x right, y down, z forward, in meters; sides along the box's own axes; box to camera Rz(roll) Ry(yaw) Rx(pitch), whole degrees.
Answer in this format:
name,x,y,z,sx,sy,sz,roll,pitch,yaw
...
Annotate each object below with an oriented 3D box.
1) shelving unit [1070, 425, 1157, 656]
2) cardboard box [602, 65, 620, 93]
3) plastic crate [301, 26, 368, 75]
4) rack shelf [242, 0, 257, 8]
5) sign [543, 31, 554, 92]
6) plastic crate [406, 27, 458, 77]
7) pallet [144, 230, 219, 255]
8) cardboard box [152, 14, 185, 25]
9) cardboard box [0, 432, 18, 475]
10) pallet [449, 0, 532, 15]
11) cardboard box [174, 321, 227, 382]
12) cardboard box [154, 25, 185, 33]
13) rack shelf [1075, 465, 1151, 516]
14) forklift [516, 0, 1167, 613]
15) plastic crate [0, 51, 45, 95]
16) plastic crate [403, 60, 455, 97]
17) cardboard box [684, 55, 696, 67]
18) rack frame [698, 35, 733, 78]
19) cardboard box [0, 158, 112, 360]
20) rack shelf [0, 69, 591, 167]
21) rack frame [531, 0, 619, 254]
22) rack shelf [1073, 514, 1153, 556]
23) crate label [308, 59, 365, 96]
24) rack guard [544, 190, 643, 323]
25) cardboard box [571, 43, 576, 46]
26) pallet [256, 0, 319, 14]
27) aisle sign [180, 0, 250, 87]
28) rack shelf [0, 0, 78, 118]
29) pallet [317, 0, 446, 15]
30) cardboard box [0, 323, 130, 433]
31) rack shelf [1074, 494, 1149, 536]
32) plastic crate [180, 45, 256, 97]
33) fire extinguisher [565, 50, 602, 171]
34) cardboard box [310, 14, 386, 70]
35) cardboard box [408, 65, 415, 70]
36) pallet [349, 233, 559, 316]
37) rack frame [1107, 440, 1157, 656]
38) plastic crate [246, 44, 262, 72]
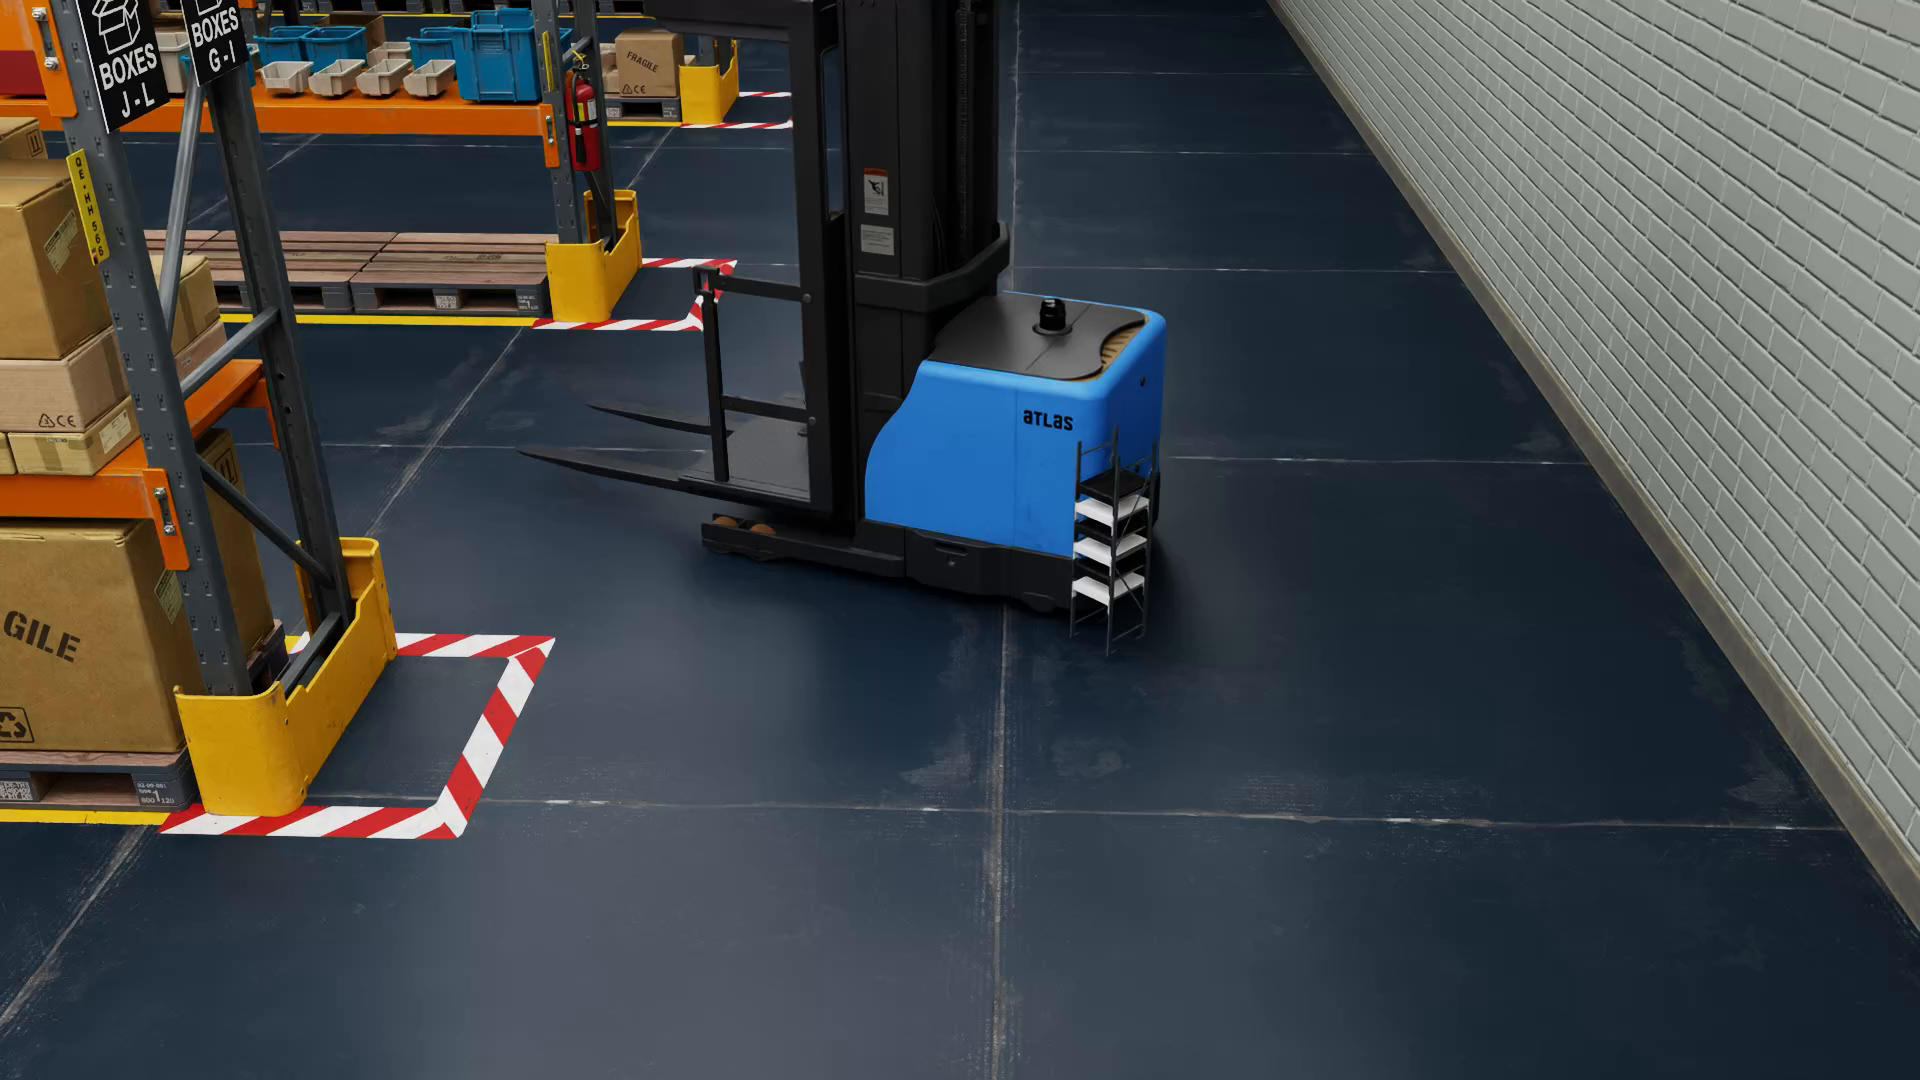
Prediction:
name,x,y,z,sx,sy,sz,roll,pitch,yaw
shelving unit,0.621,0.007,6.775,0.258,0.900,0.210,-25,36,-38
cardboard box,-3.139,-4.141,14.915,0.250,0.166,0.380,1,28,2
plastic crate,-3.915,-3.070,10.453,0.300,0.233,0.416,1,28,2
rack shelf,-4.184,-4.971,14.693,4.000,0.370,1.077,1,28,2
sign,-2.367,-2.752,9.564,0.005,0.325,0.100,1,28,2
plastic crate,-3.257,-3.059,10.433,0.300,0.233,0.416,1,28,2
pallet,-5.625,-1.778,10.878,1.213,0.211,1.003,1,28,2
cardboard box,-7.191,-4.538,15.307,0.500,0.500,0.500,1,28,3
cardboard box,-3.166,-0.363,5.501,0.250,0.149,0.380,1,28,2
pallet,-5.254,-6.360,19.522,1.213,0.211,1.003,1,28,2
cardboard box,-2.882,-0.669,6.077,0.250,0.149,0.380,1,28,2
cardboard box,-7.180,-4.298,14.855,0.500,0.500,0.500,1,28,2
rack shelf,0.621,-0.202,6.665,0.258,0.077,0.200,-25,36,-38
forklift,-0.640,-1.414,7.288,3.031,2.935,1.130,11,30,19
plastic crate,-5.478,-2.926,9.935,0.583,0.464,0.402,1,28,2
plastic crate,-3.185,-2.776,10.002,0.243,0.136,0.396,1,28,2
cardboard box,-2.591,-4.359,15.344,0.250,0.149,0.380,1,28,2
rack frame,-2.185,-5.256,14.463,0.127,3.000,1.000,1,28,2
cardboard box,-3.035,-0.901,5.288,0.500,0.500,0.500,1,28,2
rack shelf,-4.362,-2.653,10.320,4.000,0.370,1.077,1,28,2
rack frame,-2.364,-2.938,10.089,0.127,3.000,1.000,1,28,2
rack shelf,0.621,-0.043,6.749,0.258,0.077,0.200,-25,36,-38
crate label,-3.753,-2.781,10.011,0.243,0.136,0.396,1,28,2
rack guard,-2.339,-1.839,10.685,0.348,0.500,1.175,1,28,2
cardboard box,-3.718,-4.394,15.302,0.500,0.250,0.500,1,28,2
pallet,-8.008,-6.405,19.608,1.213,0.211,1.003,1,28,2
aisle sign,-2.456,-1.907,5.369,0.004,0.787,0.394,1,28,2
rack shelf,-4.537,-1.660,5.244,4.000,0.370,1.077,1,28,2
pallet,-6.785,-6.386,19.572,1.213,0.211,1.003,1,28,2
cardboard box,-3.032,-0.568,5.462,0.500,0.250,0.500,1,28,1
rack shelf,0.621,-0.122,6.707,0.258,0.077,0.200,-25,36,-38
plastic crate,-4.425,-2.804,9.952,0.300,0.233,0.416,1,28,2
fire extinguisher,-2.229,-2.523,9.788,0.183,0.674,0.296,1,28,2
cardboard box,-5.603,-4.535,15.302,0.500,0.500,0.500,1,28,2
cardboard box,-4.906,-4.147,14.926,0.250,0.166,0.380,1,28,2
pallet,-3.186,-1.737,10.802,1.213,0.211,1.003,1,28,2
rack frame,0.692,0.041,6.711,0.240,0.900,0.006,-25,36,-38
plastic crate,-4.610,-3.026,10.472,0.466,0.136,0.293,1,28,2
